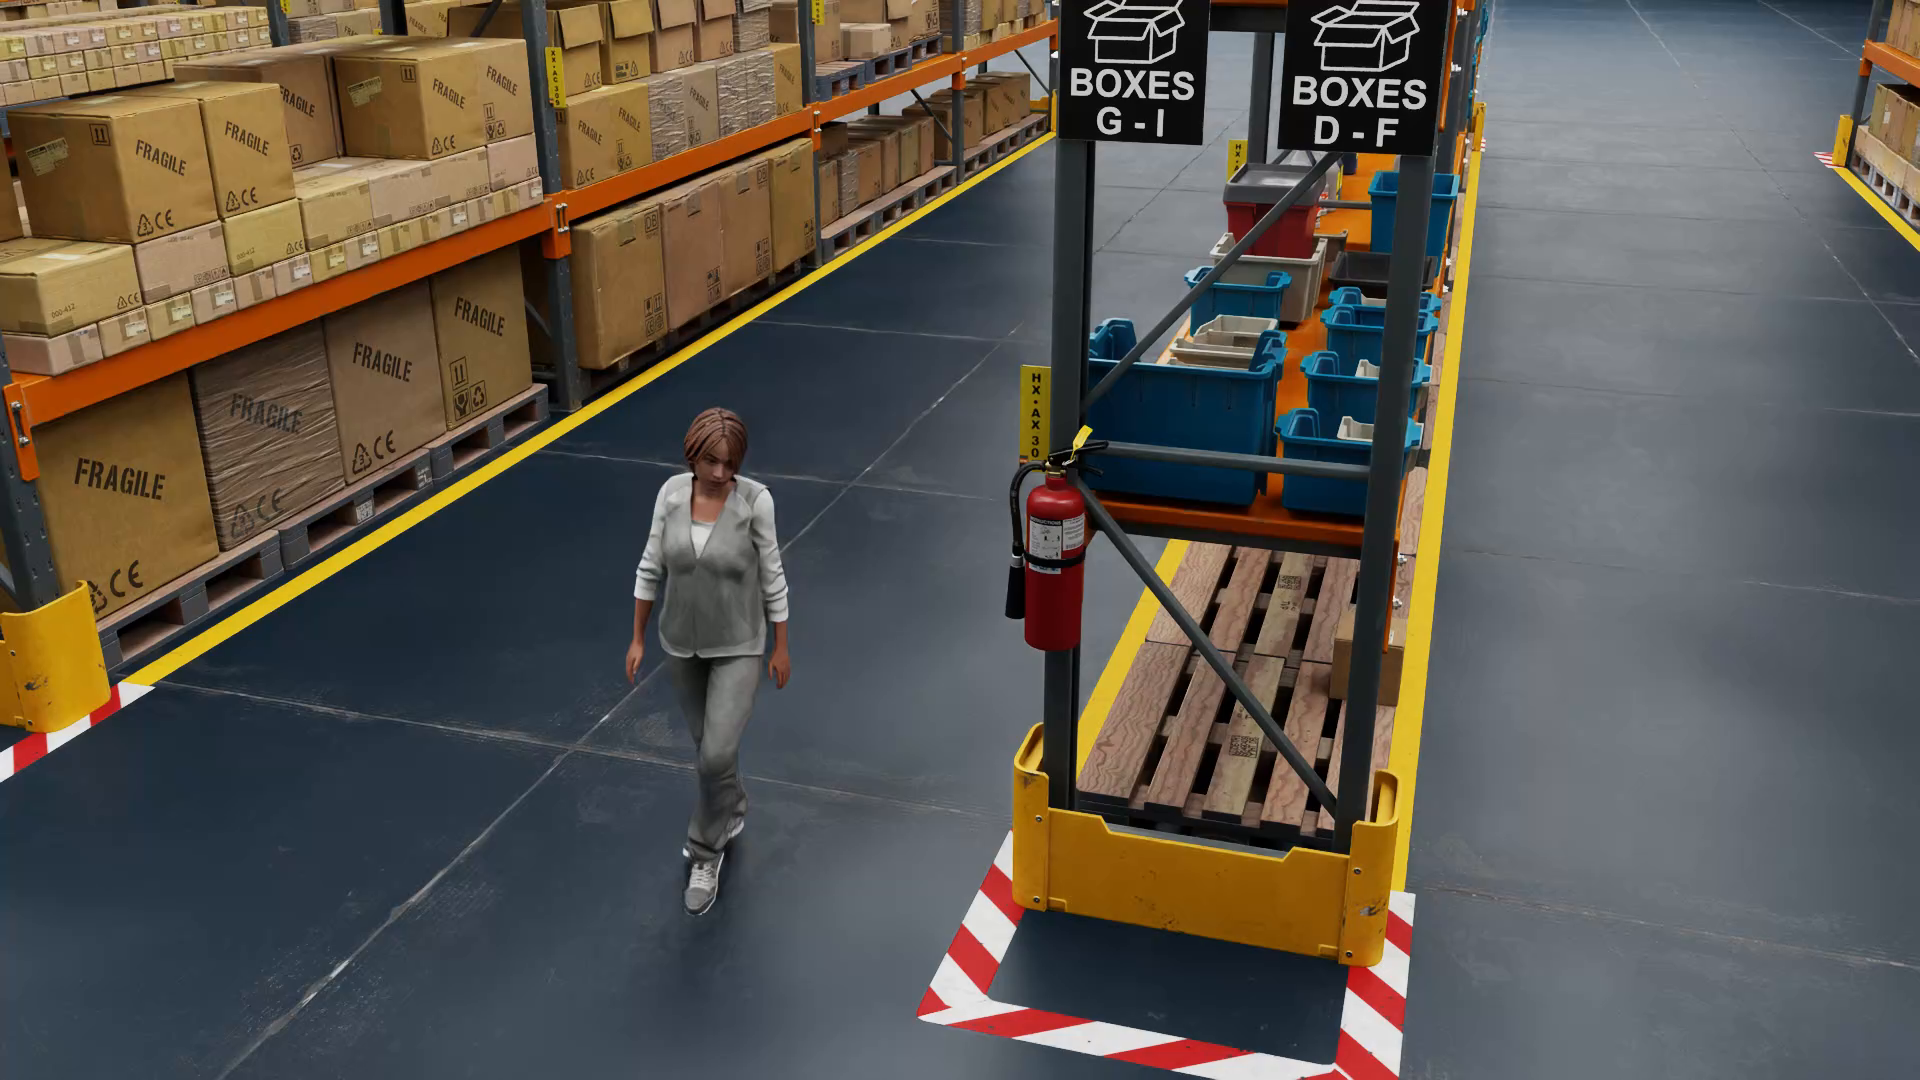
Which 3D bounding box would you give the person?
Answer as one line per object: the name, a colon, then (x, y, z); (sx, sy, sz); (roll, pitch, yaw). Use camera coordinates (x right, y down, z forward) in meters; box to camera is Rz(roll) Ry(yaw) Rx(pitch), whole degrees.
person: (-0.794, 0.370, 5.215); (0.482, 1.615, 0.507); (8, 24, 19)
